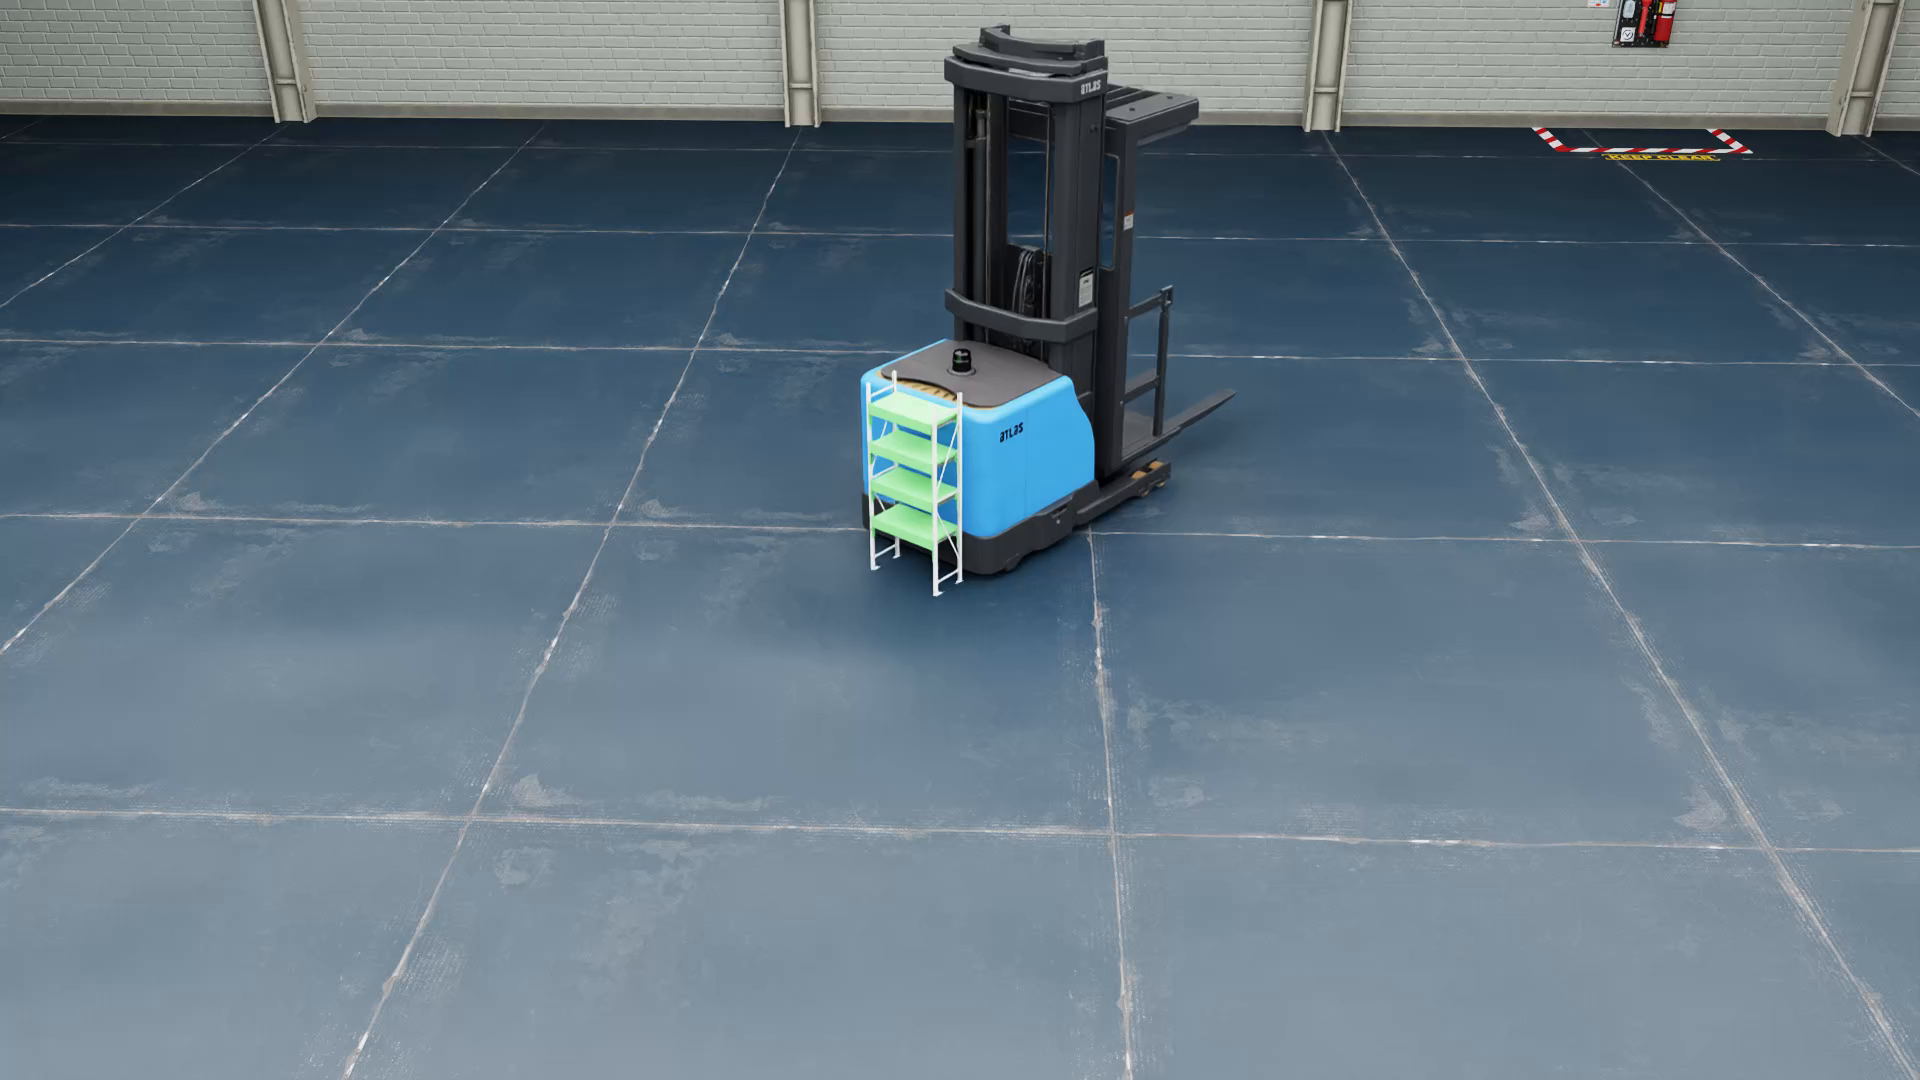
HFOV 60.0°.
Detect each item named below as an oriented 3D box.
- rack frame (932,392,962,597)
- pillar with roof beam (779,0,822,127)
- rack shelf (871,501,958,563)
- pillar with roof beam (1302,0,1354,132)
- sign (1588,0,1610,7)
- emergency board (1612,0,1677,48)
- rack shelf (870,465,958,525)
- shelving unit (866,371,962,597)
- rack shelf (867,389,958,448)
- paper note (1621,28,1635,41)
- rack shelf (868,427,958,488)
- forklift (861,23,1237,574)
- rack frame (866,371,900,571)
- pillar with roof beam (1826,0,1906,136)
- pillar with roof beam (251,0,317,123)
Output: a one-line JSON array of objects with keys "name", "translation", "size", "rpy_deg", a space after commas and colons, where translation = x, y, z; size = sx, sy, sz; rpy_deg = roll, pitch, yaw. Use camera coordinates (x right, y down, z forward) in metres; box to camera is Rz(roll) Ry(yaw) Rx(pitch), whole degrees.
[{"name": "rack frame", "translation": [-0.071, -0.246, 9.433], "size": [0.015, 1.200, 0.240], "rpy_deg": [21, 35, 34]}, {"name": "pillar with roof beam", "translation": [-1.980, -6.822, 13.512], "size": [0.400, 9.000, 9.100], "rpy_deg": [1, 28, 2]}, {"name": "rack shelf", "translation": [-0.259, -0.050, 9.713], "size": [0.480, 0.148, 0.258], "rpy_deg": [21, 35, 34]}, {"name": "pillar with roof beam", "translation": [4.017, -6.723, 13.325], "size": [0.400, 9.000, 9.100], "rpy_deg": [1, 28, 2]}, {"name": "sign", "translation": [7.148, -6.120, 18.555], "size": [0.234, 0.329, 0.001], "rpy_deg": [1, 28, 2]}, {"name": "emergency board", "translation": [7.697, -6.047, 18.455], "size": [0.643, 1.169, 0.194], "rpy_deg": [1, 28, 2]}, {"name": "rack shelf", "translation": [-0.259, -0.262, 9.600], "size": [0.480, 0.148, 0.258], "rpy_deg": [21, 35, 34]}, {"name": "shelving unit", "translation": [-0.259, -0.319, 9.571], "size": [0.503, 1.200, 0.258], "rpy_deg": [21, 35, 34]}, {"name": "rack shelf", "translation": [-0.259, -0.687, 9.376], "size": [0.480, 0.148, 0.258], "rpy_deg": [21, 35, 34]}, {"name": "paper note", "translation": [7.522, -5.693, 18.727], "size": [0.142, 0.148, 0.016], "rpy_deg": [1, 28, 2]}, {"name": "rack shelf", "translation": [-0.259, -0.475, 9.488], "size": [0.480, 0.148, 0.258], "rpy_deg": [21, 35, 34]}, {"name": "forklift", "translation": [0.730, -1.709, 10.345], "size": [1.130, 2.935, 3.031], "rpy_deg": [22, 35, 35]}, {"name": "rack frame", "translation": [-0.447, -0.392, 9.708], "size": [0.015, 1.200, 0.240], "rpy_deg": [21, 35, 34]}, {"name": "pillar with roof beam", "translation": [10.013, -6.624, 13.138], "size": [0.400, 9.000, 9.100], "rpy_deg": [1, 28, 2]}, {"name": "pillar with roof beam", "translation": [-7.976, -6.921, 13.699], "size": [0.400, 9.000, 9.100], "rpy_deg": [1, 28, 2]}]
